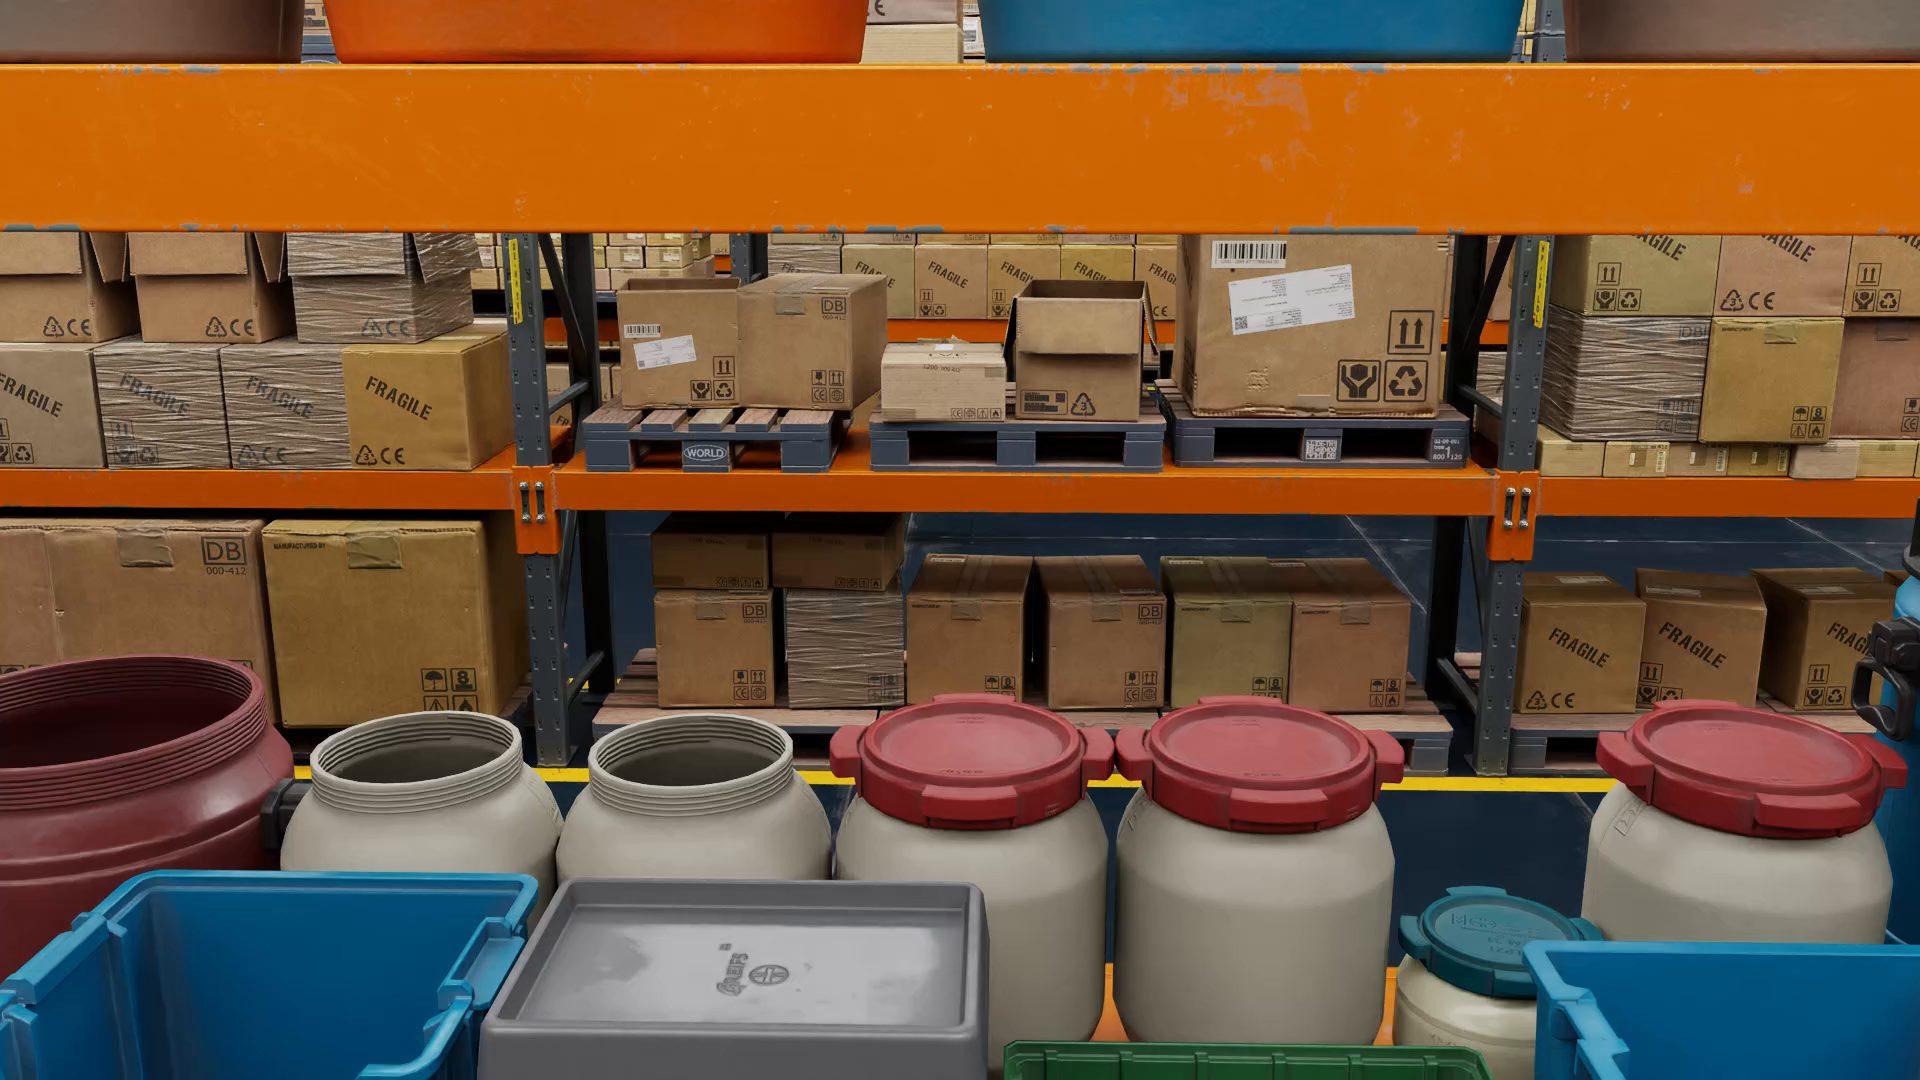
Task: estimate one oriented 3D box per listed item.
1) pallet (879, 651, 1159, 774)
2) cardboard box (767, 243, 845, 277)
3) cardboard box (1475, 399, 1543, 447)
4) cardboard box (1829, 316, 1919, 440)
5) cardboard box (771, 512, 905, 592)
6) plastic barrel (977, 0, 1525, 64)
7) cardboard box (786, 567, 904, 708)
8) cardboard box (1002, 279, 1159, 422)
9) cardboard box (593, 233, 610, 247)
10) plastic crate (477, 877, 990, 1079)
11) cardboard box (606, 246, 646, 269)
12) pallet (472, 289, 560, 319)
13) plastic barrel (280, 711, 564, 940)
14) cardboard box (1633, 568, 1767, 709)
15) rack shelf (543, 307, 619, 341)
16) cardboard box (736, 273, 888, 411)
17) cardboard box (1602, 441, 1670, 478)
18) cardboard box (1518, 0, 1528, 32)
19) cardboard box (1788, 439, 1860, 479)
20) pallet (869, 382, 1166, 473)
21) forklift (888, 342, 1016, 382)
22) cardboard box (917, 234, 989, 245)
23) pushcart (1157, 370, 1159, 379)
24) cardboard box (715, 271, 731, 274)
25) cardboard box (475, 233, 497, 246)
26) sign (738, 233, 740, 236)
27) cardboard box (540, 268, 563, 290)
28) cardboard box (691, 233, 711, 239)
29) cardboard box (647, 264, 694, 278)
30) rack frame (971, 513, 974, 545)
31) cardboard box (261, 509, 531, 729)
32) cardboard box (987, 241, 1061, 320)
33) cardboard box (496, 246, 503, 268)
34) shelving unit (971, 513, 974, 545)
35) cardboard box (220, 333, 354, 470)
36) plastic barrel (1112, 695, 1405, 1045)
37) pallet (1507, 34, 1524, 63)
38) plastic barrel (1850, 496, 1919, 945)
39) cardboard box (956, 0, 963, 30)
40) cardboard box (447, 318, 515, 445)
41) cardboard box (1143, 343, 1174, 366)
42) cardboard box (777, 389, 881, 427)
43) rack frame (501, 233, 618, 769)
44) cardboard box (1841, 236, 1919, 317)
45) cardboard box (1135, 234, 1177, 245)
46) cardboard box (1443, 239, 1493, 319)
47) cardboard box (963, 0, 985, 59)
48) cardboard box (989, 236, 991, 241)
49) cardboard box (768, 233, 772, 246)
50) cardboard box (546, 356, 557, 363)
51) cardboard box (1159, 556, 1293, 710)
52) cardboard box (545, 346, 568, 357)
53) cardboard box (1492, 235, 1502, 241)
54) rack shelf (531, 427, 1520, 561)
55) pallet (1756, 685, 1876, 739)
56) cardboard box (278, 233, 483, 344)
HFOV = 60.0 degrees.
[{"bbox_3d":[0.260,0.764,7.530,1.213,0.211,1.003,0,15,1],"label":"pallet"},{"bbox_3d":[-1.068,-1.839,11.735,0.500,0.500,0.500,1,15,2],"label":"cardboard box"},{"bbox_3d":[2.484,-0.524,7.440,0.250,0.149,0.380,0,15,1],"label":"cardboard box"},{"bbox_3d":[3.711,-0.756,7.046,0.500,0.500,0.875,0,15,1],"label":"cardboard box"},{"bbox_3d":[-0.536,0.033,7.404,0.500,0.250,0.500,2,15,8],"label":"cardboard box"},{"bbox_3d":[0.313,-0.958,1.730,0.708,0.901,0.600,0,15,1],"label":"plastic barrel"},{"bbox_3d":[-0.512,0.397,7.492,0.500,0.500,0.700,-1,15,-3],"label":"cardboard box"},{"bbox_3d":[0.526,-0.813,7.016,0.637,0.503,0.797,2,15,7],"label":"cardboard box"},{"bbox_3d":[-2.524,-2.122,11.506,0.250,0.149,0.380,1,15,3],"label":"cardboard box"},{"bbox_3d":[-0.256,0.722,2.097,0.583,0.464,0.402,0,15,1],"label":"plastic crate"},{"bbox_3d":[-2.282,-1.976,11.537,0.250,0.149,0.380,1,15,4],"label":"cardboard box"},{"bbox_3d":[-3.489,-1.772,12.054,1.213,0.211,1.003,0,15,1],"label":"pallet"},{"bbox_3d":[-0.830,0.563,2.607,0.421,0.512,0.421,0,15,0],"label":"plastic barrel"},{"bbox_3d":[3.233,0.448,7.339,0.500,0.500,0.500,5,16,19],"label":"cardboard box"},{"bbox_3d":[-3.509,-1.528,12.161,4.000,0.370,1.077,0,15,1],"label":"rack shelf"},{"bbox_3d":[-0.636,-0.878,7.270,0.500,0.500,0.700,3,15,10],"label":"cardboard box"},{"bbox_3d":[2.718,-0.368,6.846,0.250,0.149,0.380,0,15,1],"label":"cardboard box"},{"bbox_3d":[3.475,-3.532,11.159,0.500,0.250,0.500,0,15,1],"label":"cardboard box"},{"bbox_3d":[3.468,-0.362,6.824,0.250,0.149,0.380,0,15,1],"label":"cardboard box"},{"bbox_3d":[0.243,-0.503,7.243,1.213,0.211,1.003,0,15,1],"label":"pallet"},{"bbox_3d":[0.134,-2.432,14.314,3.031,2.935,1.130,-1,15,-3],"label":"forklift"},{"bbox_3d":[-0.042,-2.383,11.837,0.500,0.500,0.700,0,15,1],"label":"cardboard box"},{"bbox_3d":[2.506,-1.250,14.838,0.936,0.377,1.648,-5,16,-18],"label":"pushcart"},{"bbox_3d":[-2.172,-2.327,17.122,0.875,0.875,0.875,0,15,1],"label":"cardboard box"},{"bbox_3d":[-3.304,-2.127,11.525,0.250,0.149,0.380,1,15,4],"label":"cardboard box"},{"bbox_3d":[-1.514,-2.246,11.357,0.005,0.325,0.100,0,15,1],"label":"sign"},{"bbox_3d":[-2.769,-1.836,11.590,0.250,0.149,0.380,0,15,1],"label":"cardboard box"},{"bbox_3d":[-1.971,-2.284,12.121,0.250,0.149,0.380,0,15,2],"label":"cardboard box"},{"bbox_3d":[-2.014,-1.830,11.566,0.250,0.149,0.380,1,15,2],"label":"cardboard box"},{"bbox_3d":[0.078,-0.580,10.685,0.015,1.200,0.240,0,15,1],"label":"rack frame"},{"bbox_3d":[-2.427,0.216,7.483,0.875,0.875,1.225,0,15,-1],"label":"cardboard box"},{"bbox_3d":[0.443,-1.829,11.698,0.500,0.500,0.500,0,15,1],"label":"cardboard box"},{"bbox_3d":[-3.044,-1.981,11.556,0.250,0.149,0.380,0,15,1],"label":"cardboard box"},{"bbox_3d":[-0.165,-0.581,10.691,0.503,1.200,0.258,0,15,1],"label":"shelving unit"},{"bbox_3d":[-2.735,-0.591,7.006,0.500,0.500,0.500,0,15,1],"label":"cardboard box"},{"bbox_3d":[0.451,0.558,2.578,0.433,0.535,0.433,0,15,0],"label":"plastic barrel"},{"bbox_3d":[1.647,-1.963,6.889,1.003,0.211,1.213,0,15,1],"label":"pallet"},{"bbox_3d":[1.757,0.369,2.580,0.708,0.901,0.600,0,15,1],"label":"plastic barrel"},{"bbox_3d":[-0.246,-2.392,6.970,0.500,0.500,0.500,1,15,2],"label":"cardboard box"},{"bbox_3d":[-2.216,-0.719,7.490,0.500,0.500,0.500,1,15,3],"label":"cardboard box"},{"bbox_3d":[1.990,-2.035,17.000,0.625,0.372,0.950,1,15,2],"label":"cardboard box"},{"bbox_3d":[-0.903,-0.951,12.151,0.750,0.750,1.050,0,15,1],"label":"cardboard box"},{"bbox_3d":[-1.737,-0.598,7.228,0.127,3.000,1.000,0,15,1],"label":"rack frame"},{"bbox_3d":[3.705,-1.174,6.670,0.500,0.500,0.500,0,15,1],"label":"cardboard box"},{"bbox_3d":[1.478,-2.373,11.798,0.500,0.500,0.700,0,15,0],"label":"cardboard box"},{"bbox_3d":[3.409,-1.912,11.913,0.550,0.550,0.875,0,15,1],"label":"cardboard box"},{"bbox_3d":[0.235,-3.673,11.786,0.500,0.500,0.500,0,15,1],"label":"cardboard box"},{"bbox_3d":[0.458,-1.967,12.221,0.500,0.500,0.500,1,15,2],"label":"cardboard box"},{"bbox_3d":[-1.996,-2.990,16.588,0.500,0.250,0.500,0,15,-1],"label":"cardboard box"},{"bbox_3d":[-3.213,-1.165,11.983,0.500,0.250,0.500,1,15,3],"label":"cardboard box"},{"bbox_3d":[1.172,0.406,7.458,0.500,0.500,0.700,0,15,1],"label":"cardboard box"},{"bbox_3d":[-3.194,-1.296,12.478,0.500,0.250,0.500,0,15,2],"label":"cardboard box"},{"bbox_3d":[3.946,-2.407,11.674,0.550,0.550,0.875,0,15,1],"label":"cardboard box"},{"bbox_3d":[0.262,-0.237,7.270,4.000,0.370,1.077,0,15,1],"label":"rack shelf"},{"bbox_3d":[4.157,0.779,7.475,1.213,0.211,1.003,0,15,1],"label":"pallet"},{"bbox_3d":[-2.468,-1.141,7.121,0.637,0.503,0.797,1,15,3],"label":"cardboard box"}]
